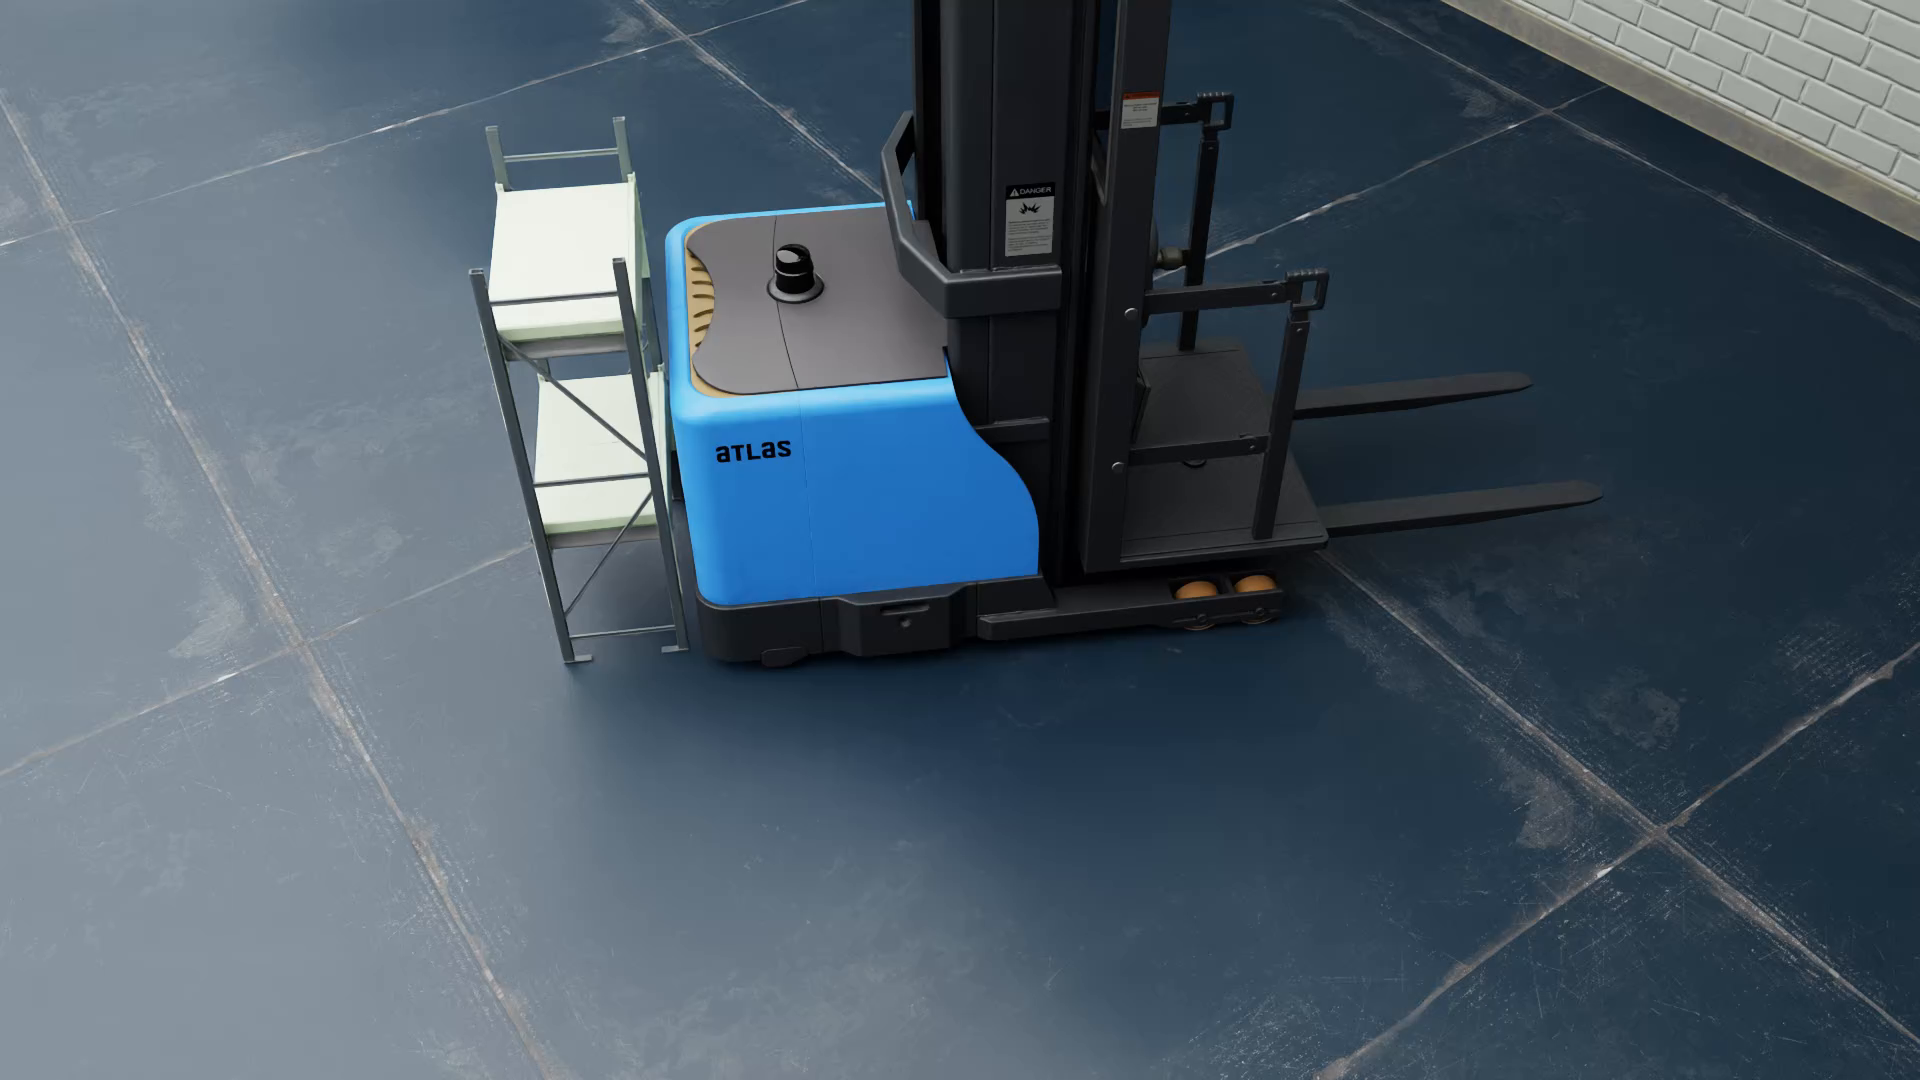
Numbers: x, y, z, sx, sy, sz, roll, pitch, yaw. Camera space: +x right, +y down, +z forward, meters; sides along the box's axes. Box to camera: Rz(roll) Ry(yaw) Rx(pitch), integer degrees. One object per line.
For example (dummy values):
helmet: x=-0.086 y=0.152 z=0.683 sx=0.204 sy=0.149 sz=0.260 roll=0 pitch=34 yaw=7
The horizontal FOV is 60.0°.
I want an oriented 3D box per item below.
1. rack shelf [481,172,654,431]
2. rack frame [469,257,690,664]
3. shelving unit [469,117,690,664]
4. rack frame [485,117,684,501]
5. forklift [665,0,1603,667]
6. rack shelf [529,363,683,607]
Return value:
rack shelf: x=-1.126 y=-0.704 z=4.836 sx=0.431 sy=0.370 sz=0.720 roll=-6 pitch=44 yaw=-6
rack frame: x=-1.073 y=-0.172 z=4.844 sx=0.400 sy=1.500 sz=0.023 roll=-6 pitch=44 yaw=-6
shelving unit: x=-1.126 y=-0.422 z=5.106 sx=0.431 sy=1.500 sz=0.755 roll=-6 pitch=44 yaw=-6
rack frame: x=-1.180 y=-0.672 z=5.368 sx=0.400 sy=1.500 sz=0.023 roll=-6 pitch=44 yaw=-6
forklift: x=0.617 y=-1.122 z=4.803 sx=3.031 sy=2.935 sz=1.130 roll=-6 pitch=44 yaw=-6
rack shelf: x=-1.126 y=-0.186 z=5.331 sx=0.431 sy=0.370 sz=0.720 roll=-6 pitch=44 yaw=-6
